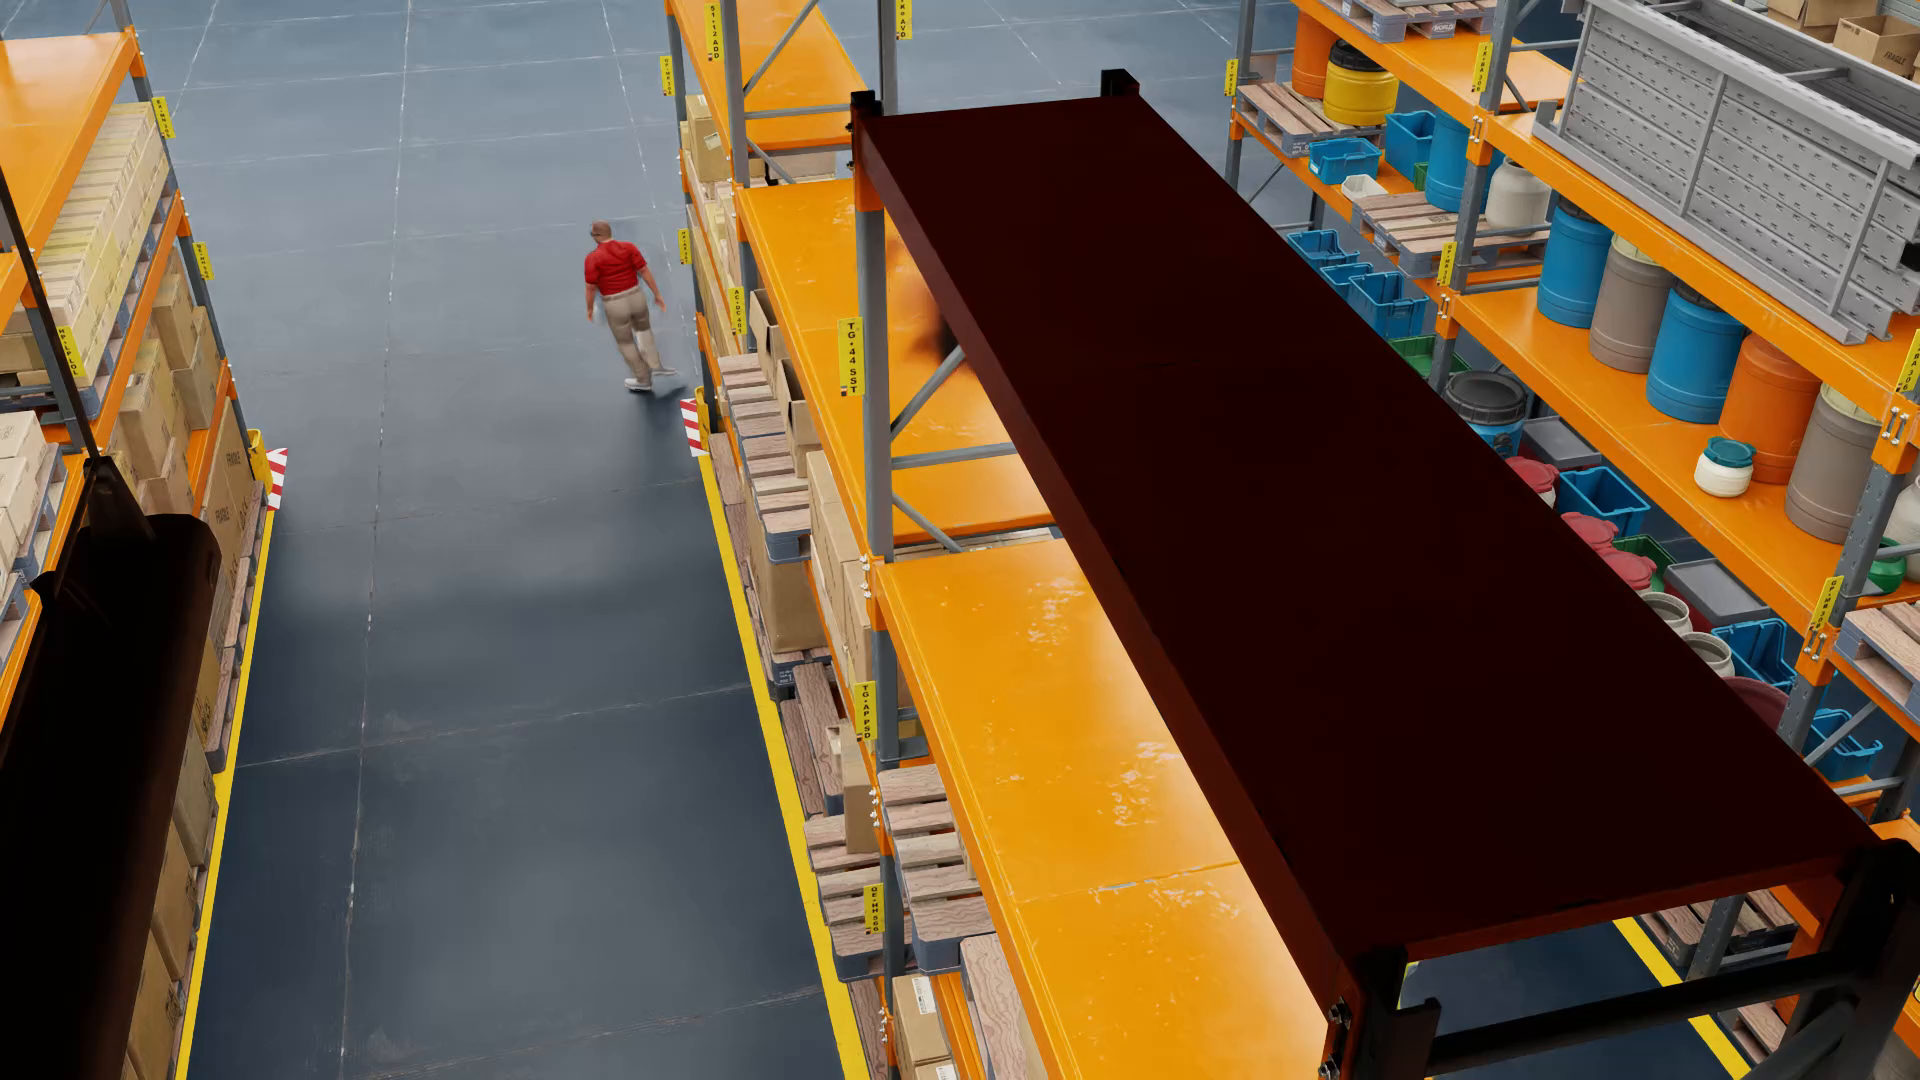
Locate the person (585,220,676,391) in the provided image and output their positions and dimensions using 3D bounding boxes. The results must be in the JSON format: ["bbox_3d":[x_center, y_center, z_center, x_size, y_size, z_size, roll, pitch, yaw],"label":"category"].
[{"bbox_3d":[-3.169,-2.221,15.858,0.707,1.697,0.561,-22,40,-28],"label":"person"}]
